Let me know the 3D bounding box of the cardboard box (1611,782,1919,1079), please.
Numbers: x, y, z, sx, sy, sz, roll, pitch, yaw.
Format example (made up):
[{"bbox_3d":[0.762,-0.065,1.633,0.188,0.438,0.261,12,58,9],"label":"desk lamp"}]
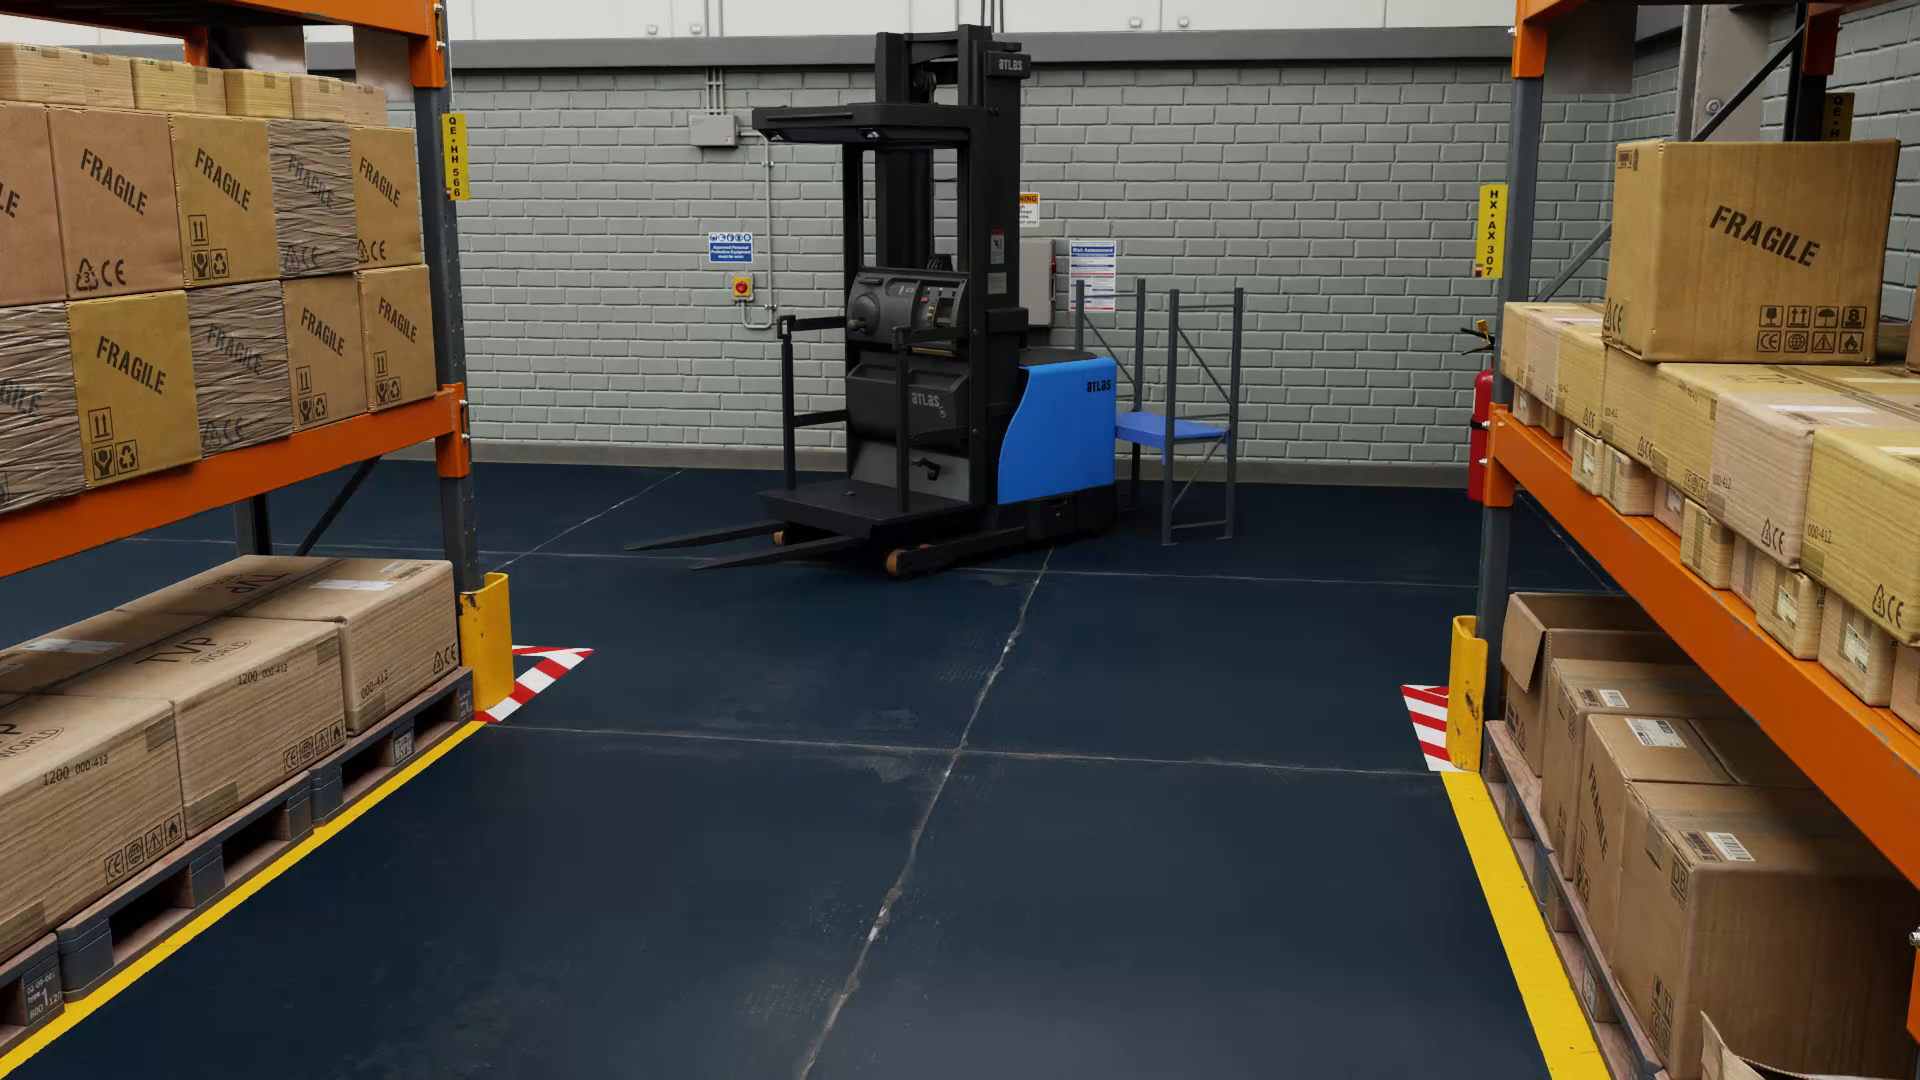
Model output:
[{"bbox_3d":[1.908,0.879,3.730,0.700,0.500,0.500,1,12,7],"label":"cardboard box"}]

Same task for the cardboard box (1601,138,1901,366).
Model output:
[{"bbox_3d":[1.859,-0.695,3.969,0.500,0.500,0.500,2,12,10],"label":"cardboard box"}]

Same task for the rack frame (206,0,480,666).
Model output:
[{"bbox_3d":[-2.480,-0.815,6.653,1.000,3.000,0.127,2,12,9],"label":"rack frame"}]

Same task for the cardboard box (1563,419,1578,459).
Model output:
[{"bbox_3d":[2.004,-0.311,4.914,0.380,0.149,0.250,2,12,10],"label":"cardboard box"}]

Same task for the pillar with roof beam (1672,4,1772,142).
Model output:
[{"bbox_3d":[-0.523,-4.259,8.395,9.100,9.000,0.400,2,12,9],"label":"pillar with roof beam"}]

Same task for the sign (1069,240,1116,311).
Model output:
[{"bbox_3d":[0.937,-1.871,11.782,0.329,0.494,0.001,2,12,9],"label":"sign"}]

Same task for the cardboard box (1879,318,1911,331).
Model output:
[{"bbox_3d":[2.536,-0.515,4.913,0.500,0.250,0.500,2,12,9],"label":"cardboard box"}]

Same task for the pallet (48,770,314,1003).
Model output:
[{"bbox_3d":[-2.716,0.971,4.988,1.003,0.211,1.213,2,12,9],"label":"pallet"}]

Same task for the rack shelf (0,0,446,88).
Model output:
[{"bbox_3d":[-2.788,-1.513,4.481,1.077,0.370,4.000,2,12,9],"label":"rack shelf"}]

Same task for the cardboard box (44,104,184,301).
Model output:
[{"bbox_3d":[-2.529,-0.927,4.564,0.500,0.500,0.500,2,12,8],"label":"cardboard box"}]

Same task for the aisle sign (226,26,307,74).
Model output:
[{"bbox_3d":[-2.756,-2.110,6.492,0.394,0.787,0.004,2,12,9],"label":"aisle sign"}]

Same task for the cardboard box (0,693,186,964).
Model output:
[{"bbox_3d":[-2.756,0.752,4.470,0.875,0.438,0.875,2,12,7],"label":"cardboard box"}]

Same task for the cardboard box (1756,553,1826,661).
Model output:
[{"bbox_3d":[1.644,0.117,2.929,0.380,0.149,0.250,2,12,10],"label":"cardboard box"}]

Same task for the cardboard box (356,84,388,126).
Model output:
[{"bbox_3d":[-2.337,-1.588,6.092,0.380,0.149,0.250,2,12,9],"label":"cardboard box"}]

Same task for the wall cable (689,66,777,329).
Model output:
[{"bbox_3d":[-1.636,-2.501,11.993,0.585,1.953,0.123,2,12,9],"label":"wall cable"}]

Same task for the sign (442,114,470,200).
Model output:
[{"bbox_3d":[-1.946,-1.476,6.411,0.100,0.325,0.005,2,12,9],"label":"sign"}]

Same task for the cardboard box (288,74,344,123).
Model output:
[{"bbox_3d":[-2.309,-1.478,5.581,0.380,0.149,0.250,2,12,8],"label":"cardboard box"}]

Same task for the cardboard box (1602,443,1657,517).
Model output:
[{"bbox_3d":[1.836,-0.150,4.166,0.380,0.149,0.250,2,12,10],"label":"cardboard box"}]

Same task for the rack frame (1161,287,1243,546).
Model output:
[{"bbox_3d":[1.425,-0.723,9.775,0.500,1.500,0.032,-6,13,-27],"label":"rack frame"}]

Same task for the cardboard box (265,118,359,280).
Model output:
[{"bbox_3d":[-2.370,-1.134,5.527,0.500,0.500,0.500,2,12,9],"label":"cardboard box"}]

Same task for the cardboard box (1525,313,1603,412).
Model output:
[{"bbox_3d":[2.012,-0.536,5.010,0.500,0.250,0.500,2,12,9],"label":"cardboard box"}]

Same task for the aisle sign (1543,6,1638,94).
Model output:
[{"bbox_3d":[2.145,-1.949,5.747,0.394,0.787,0.004,2,12,9],"label":"aisle sign"}]

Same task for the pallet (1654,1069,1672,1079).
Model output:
[{"bbox_3d":[1.916,1.398,3.004,1.003,0.211,1.213,2,12,9],"label":"pallet"}]

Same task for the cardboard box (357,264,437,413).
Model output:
[{"bbox_3d":[-2.293,-0.754,6.137,0.500,0.500,0.500,2,12,9],"label":"cardboard box"}]

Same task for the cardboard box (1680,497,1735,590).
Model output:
[{"bbox_3d":[1.723,0.009,3.429,0.380,0.149,0.250,2,12,8],"label":"cardboard box"}]

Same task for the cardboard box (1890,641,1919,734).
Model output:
[{"bbox_3d":[1.609,0.226,2.419,0.380,0.149,0.250,2,12,9],"label":"cardboard box"}]

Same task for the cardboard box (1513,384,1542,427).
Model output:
[{"bbox_3d":[2.103,-0.472,5.661,0.380,0.149,0.250,2,12,8],"label":"cardboard box"}]

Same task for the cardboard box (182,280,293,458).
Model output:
[{"bbox_3d":[-2.454,-0.543,5.156,0.500,0.500,0.500,2,12,10],"label":"cardboard box"}]

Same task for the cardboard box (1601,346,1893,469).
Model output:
[{"bbox_3d":[1.879,-0.323,4.023,0.500,0.250,0.500,2,12,7],"label":"cardboard box"}]

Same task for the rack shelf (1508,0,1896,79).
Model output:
[{"bbox_3d":[2.117,-1.353,3.738,1.077,0.370,4.000,2,12,9],"label":"rack shelf"}]

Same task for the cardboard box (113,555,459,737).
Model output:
[{"bbox_3d":[-2.483,0.373,6.226,0.875,0.438,0.875,1,12,7],"label":"cardboard box"}]

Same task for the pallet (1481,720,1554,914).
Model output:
[{"bbox_3d":[2.292,0.891,5.361,1.003,0.211,1.213,2,12,9],"label":"pallet"}]

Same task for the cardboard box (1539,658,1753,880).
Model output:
[{"bbox_3d":[2.067,0.663,4.733,0.700,0.500,0.500,2,12,11],"label":"cardboard box"}]

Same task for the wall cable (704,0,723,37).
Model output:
[{"bbox_3d":[-1.884,-4.940,11.558,0.463,3.000,0.029,2,12,9],"label":"wall cable"}]

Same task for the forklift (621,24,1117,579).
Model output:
[{"bbox_3d":[-0.456,-1.341,9.261,3.031,2.935,1.130,-11,17,-42],"label":"forklift"}]

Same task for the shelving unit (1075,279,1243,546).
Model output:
[{"bbox_3d":[1.187,-0.817,10.215,0.538,1.500,1.048,-6,13,-27],"label":"shelving unit"}]

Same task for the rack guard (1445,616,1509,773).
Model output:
[{"bbox_3d":[2.413,0.583,6.100,1.175,0.500,0.348,2,12,9],"label":"rack guard"}]

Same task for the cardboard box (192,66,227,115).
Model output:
[{"bbox_3d":[-2.499,-1.375,5.102,0.380,0.149,0.250,2,12,8],"label":"cardboard box"}]

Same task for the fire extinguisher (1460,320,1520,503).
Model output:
[{"bbox_3d":[1.991,-0.480,6.169,0.296,0.674,0.183,2,12,9],"label":"fire extinguisher"}]

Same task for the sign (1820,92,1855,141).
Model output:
[{"bbox_3d":[2.970,-1.353,5.652,0.100,0.325,0.005,2,12,9],"label":"sign"}]

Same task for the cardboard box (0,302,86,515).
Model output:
[{"bbox_3d":[-2.600,-0.328,4.158,0.500,0.500,0.500,2,12,9],"label":"cardboard box"}]

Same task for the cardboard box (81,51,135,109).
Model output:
[{"bbox_3d":[-2.538,-1.267,4.601,0.380,0.149,0.250,2,12,10],"label":"cardboard box"}]

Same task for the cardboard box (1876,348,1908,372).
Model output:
[{"bbox_3d":[2.375,-0.303,3.930,0.500,0.250,0.500,2,12,9],"label":"cardboard box"}]

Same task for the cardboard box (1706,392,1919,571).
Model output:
[{"bbox_3d":[1.710,-0.113,3.046,0.500,0.250,0.500,2,12,9],"label":"cardboard box"}]
